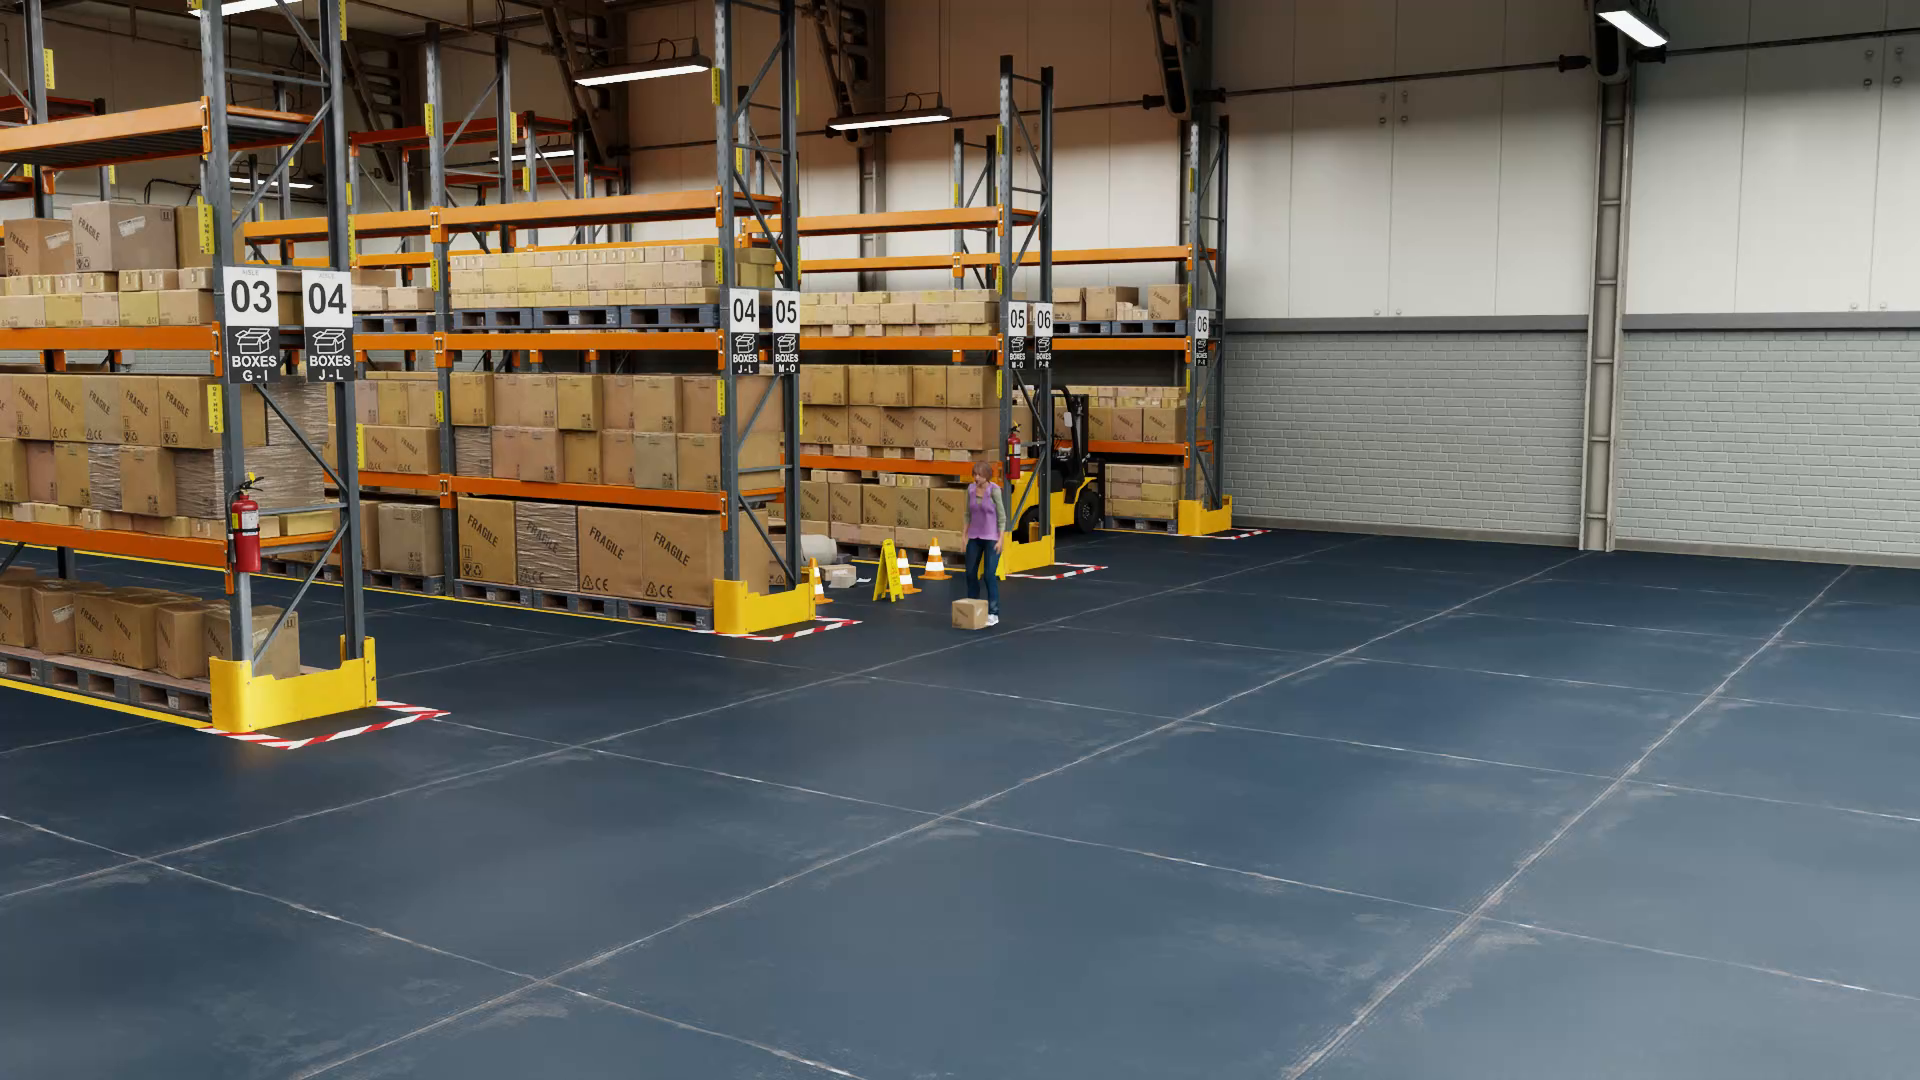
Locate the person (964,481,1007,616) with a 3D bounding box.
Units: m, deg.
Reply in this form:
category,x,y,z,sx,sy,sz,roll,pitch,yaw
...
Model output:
category,x,y,z,sx,sy,sz,roll,pitch,yaw
person,0.243,0.083,16.068,0.457,1.326,0.290,4,8,31
